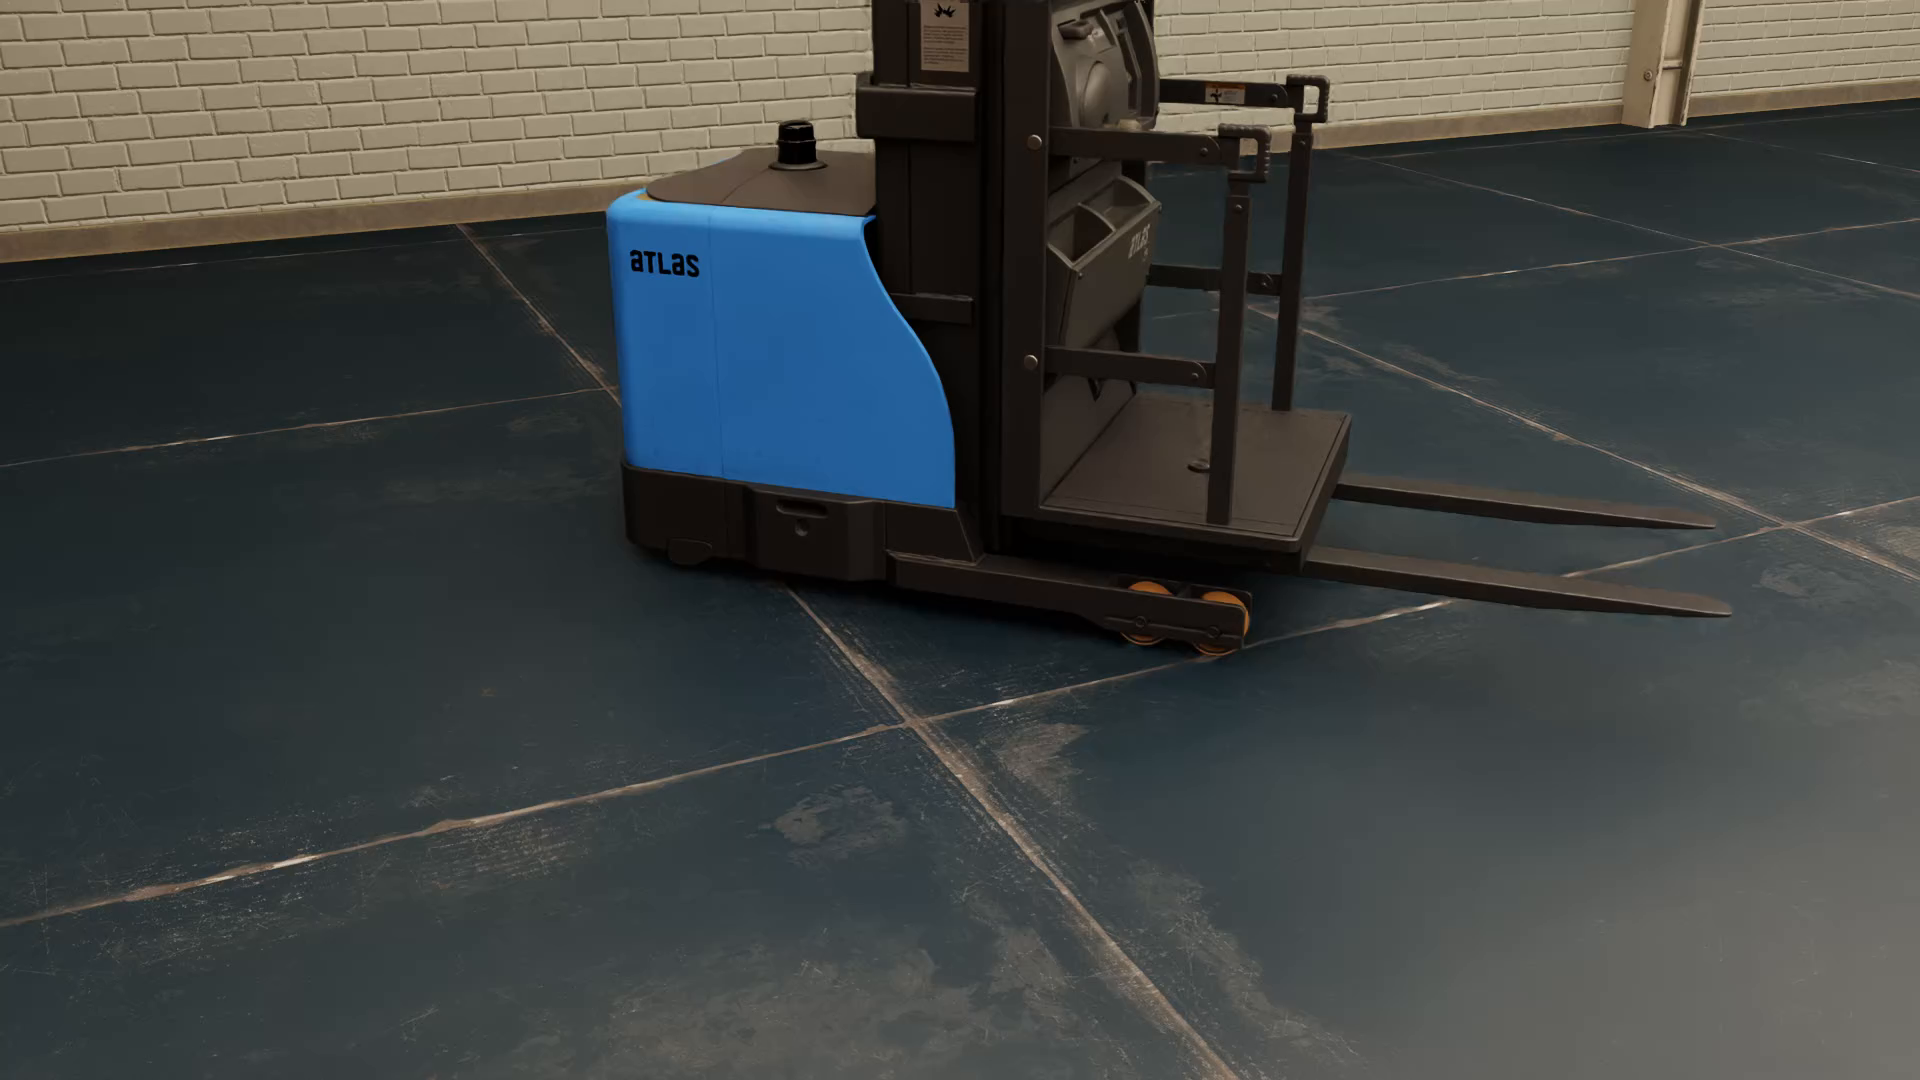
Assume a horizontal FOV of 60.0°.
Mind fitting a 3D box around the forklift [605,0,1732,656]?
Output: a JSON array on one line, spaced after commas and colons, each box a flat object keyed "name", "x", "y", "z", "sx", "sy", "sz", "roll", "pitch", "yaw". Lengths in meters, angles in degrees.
[{"name": "forklift", "x": 0.579, "y": -1.278, "z": 4.362, "sx": 3.031, "sy": 2.935, "sz": 1.130, "roll": 8, "pitch": 24, "yaw": 18}]
